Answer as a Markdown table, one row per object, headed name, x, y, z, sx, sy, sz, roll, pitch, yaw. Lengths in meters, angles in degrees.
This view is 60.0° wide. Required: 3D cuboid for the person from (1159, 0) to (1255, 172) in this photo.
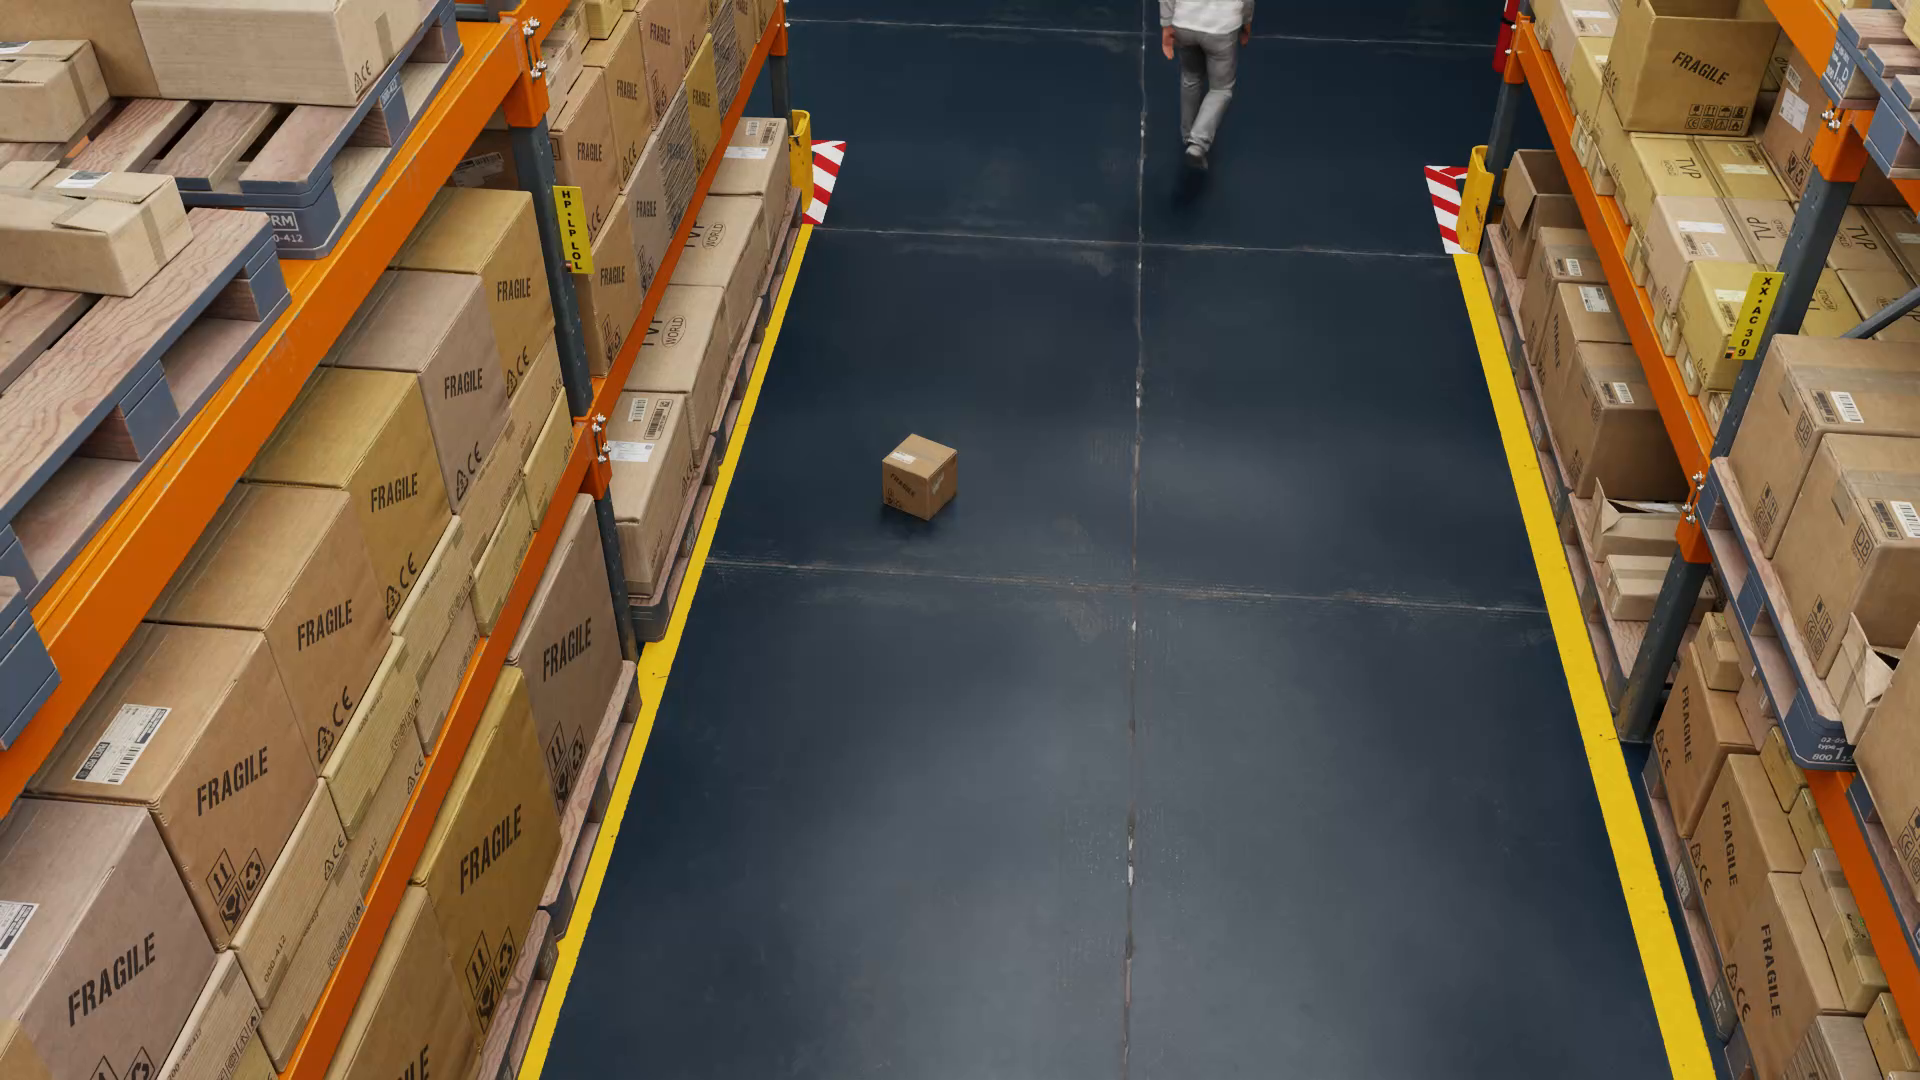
| name | x | y | z | sx | sy | sz | roll | pitch | yaw |
| --- | --- | --- | --- | --- | --- | --- | --- | --- | --- |
| person | 1.444 | -3.044 | 9.787 | 0.533 | 1.738 | 0.887 | 15 | 42 | 17 |
